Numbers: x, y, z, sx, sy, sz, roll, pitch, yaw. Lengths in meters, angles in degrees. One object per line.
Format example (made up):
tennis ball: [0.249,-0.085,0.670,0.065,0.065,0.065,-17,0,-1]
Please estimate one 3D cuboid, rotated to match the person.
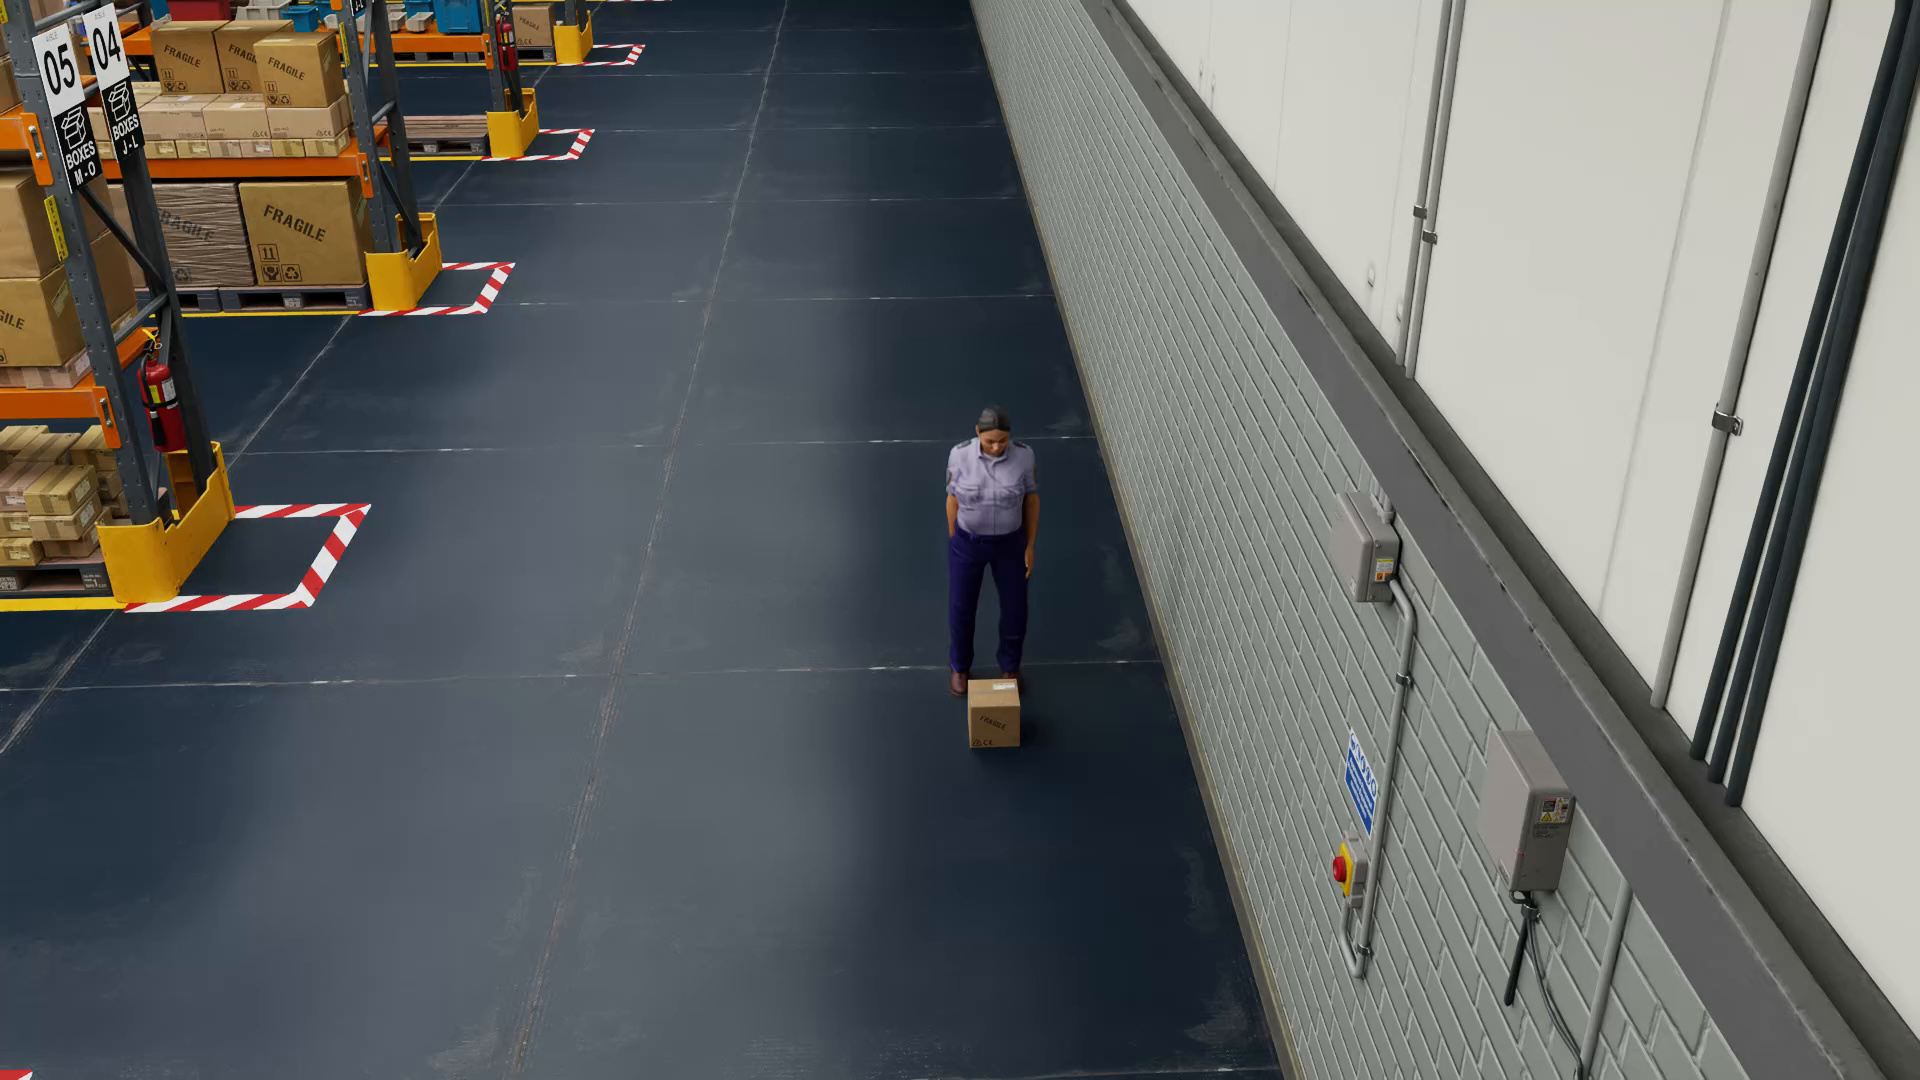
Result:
person: [0.168,0.050,8.568,0.480,1.636,0.306,-1,28,-2]
